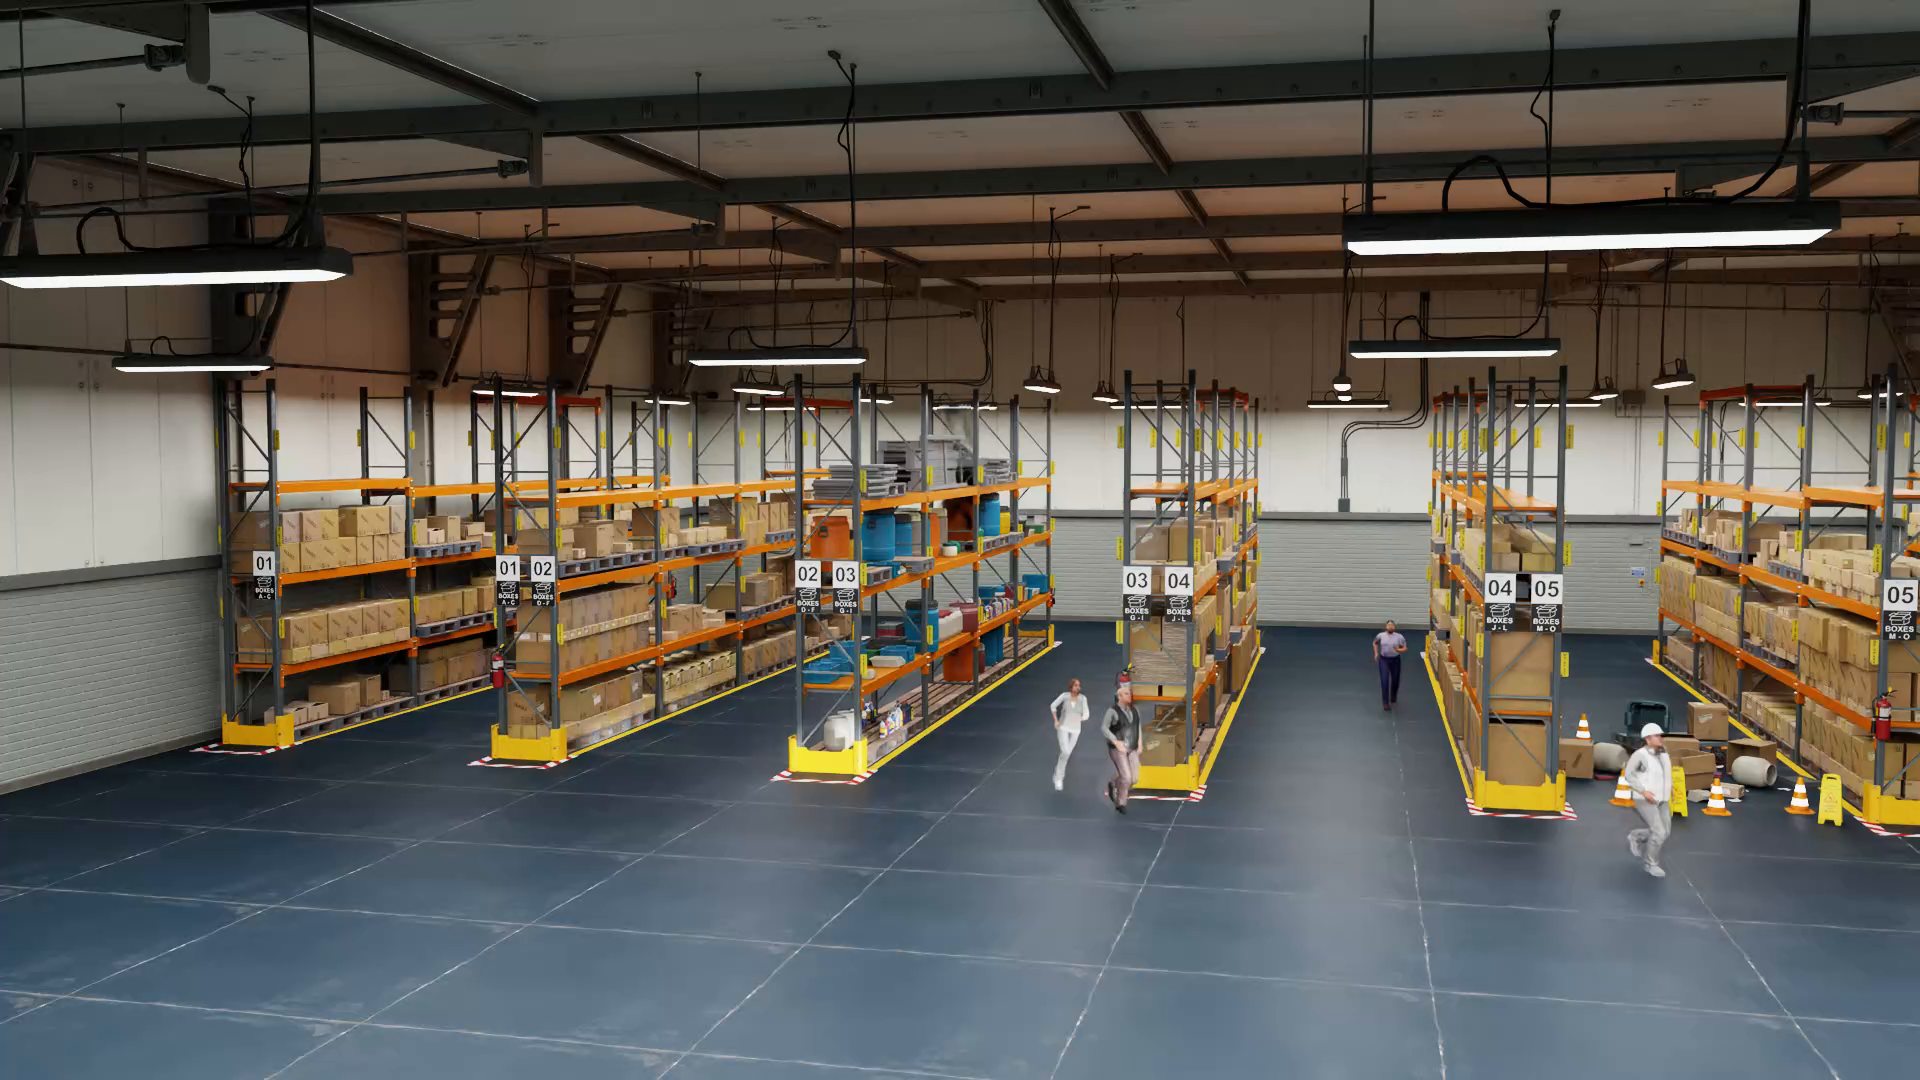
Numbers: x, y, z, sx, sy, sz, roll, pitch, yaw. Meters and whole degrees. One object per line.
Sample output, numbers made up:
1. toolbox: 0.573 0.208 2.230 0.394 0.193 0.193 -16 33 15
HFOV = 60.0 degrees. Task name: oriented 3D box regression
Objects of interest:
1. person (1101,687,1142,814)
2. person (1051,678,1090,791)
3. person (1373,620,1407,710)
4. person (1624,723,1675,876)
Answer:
1. person: 2.190 2.825 22.493 0.693 1.687 0.587 -2 4 -35
2. person: 1.582 2.795 23.971 0.514 1.603 0.644 -1 4 -13
3. person: 8.018 2.301 31.018 0.604 1.635 0.943 1 3 10
4. person: 7.985 2.982 19.325 0.687 1.733 0.640 -2 4 -27
